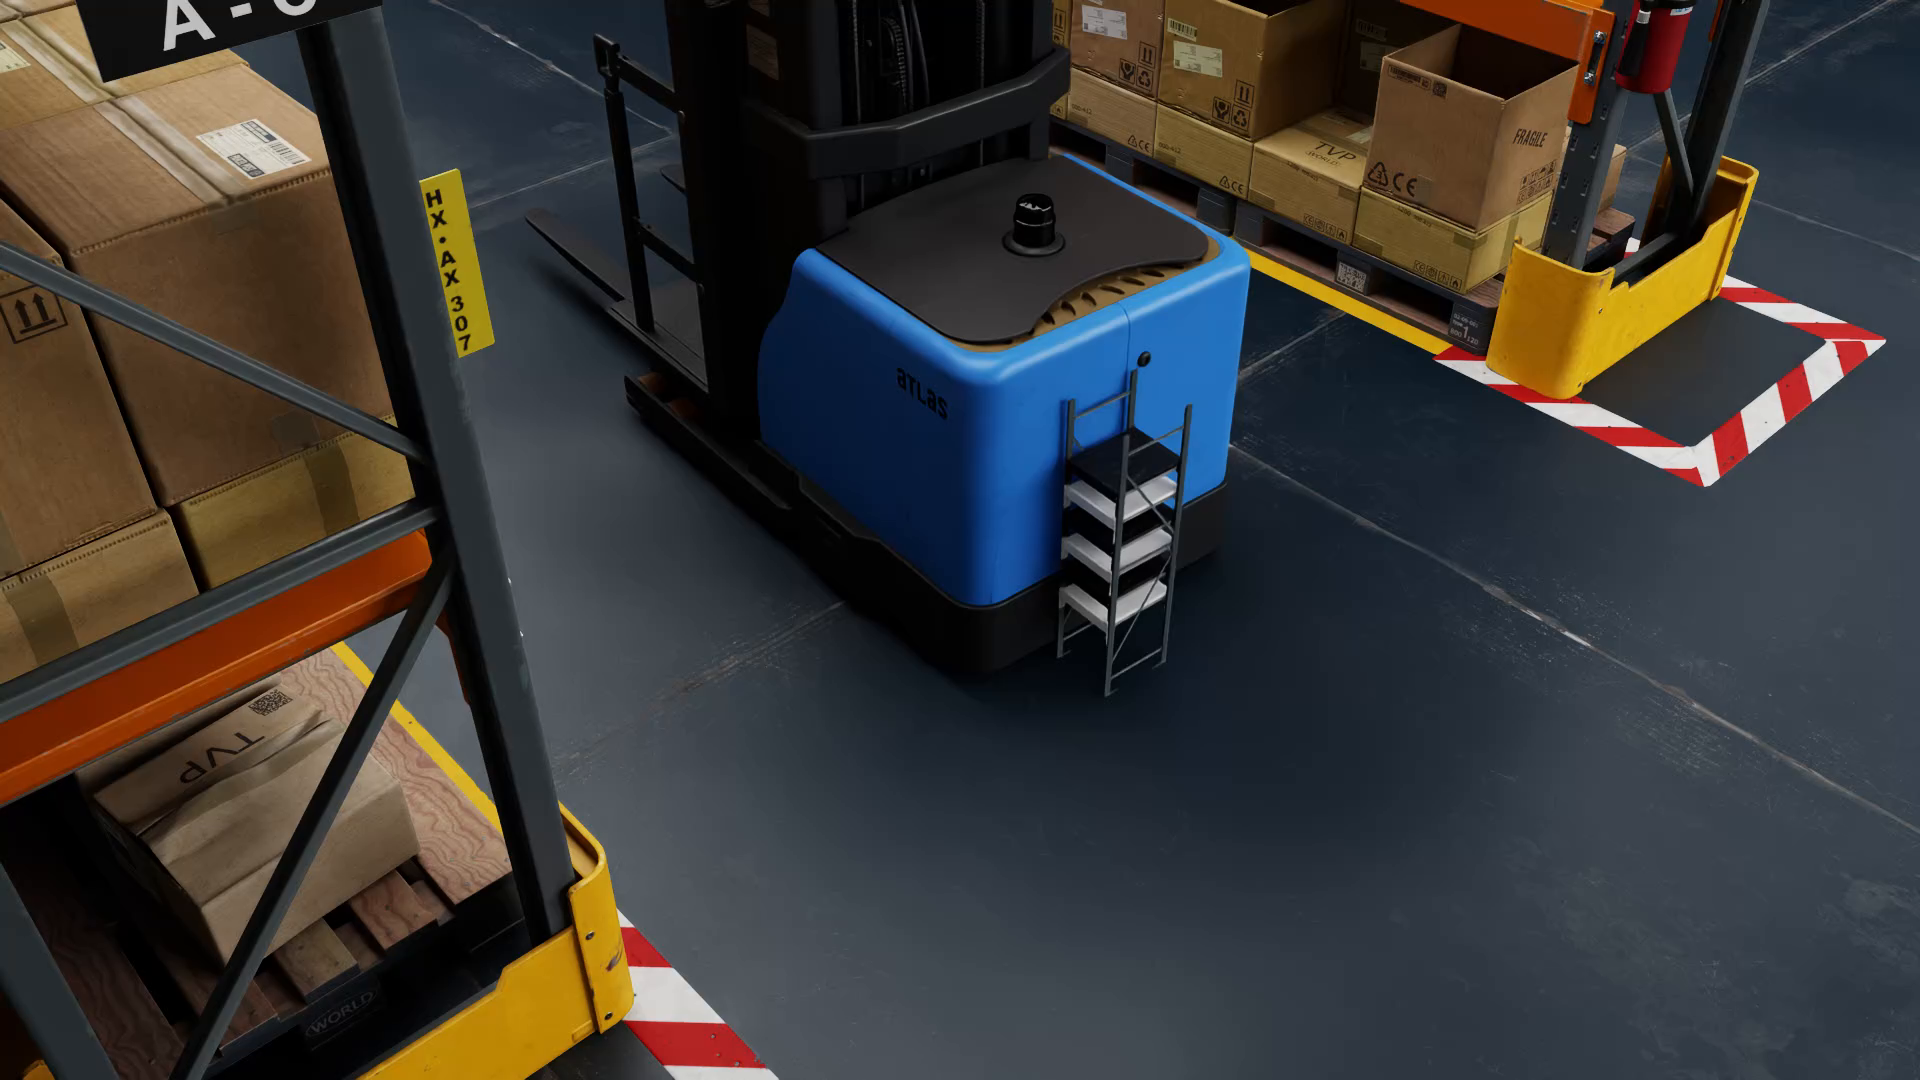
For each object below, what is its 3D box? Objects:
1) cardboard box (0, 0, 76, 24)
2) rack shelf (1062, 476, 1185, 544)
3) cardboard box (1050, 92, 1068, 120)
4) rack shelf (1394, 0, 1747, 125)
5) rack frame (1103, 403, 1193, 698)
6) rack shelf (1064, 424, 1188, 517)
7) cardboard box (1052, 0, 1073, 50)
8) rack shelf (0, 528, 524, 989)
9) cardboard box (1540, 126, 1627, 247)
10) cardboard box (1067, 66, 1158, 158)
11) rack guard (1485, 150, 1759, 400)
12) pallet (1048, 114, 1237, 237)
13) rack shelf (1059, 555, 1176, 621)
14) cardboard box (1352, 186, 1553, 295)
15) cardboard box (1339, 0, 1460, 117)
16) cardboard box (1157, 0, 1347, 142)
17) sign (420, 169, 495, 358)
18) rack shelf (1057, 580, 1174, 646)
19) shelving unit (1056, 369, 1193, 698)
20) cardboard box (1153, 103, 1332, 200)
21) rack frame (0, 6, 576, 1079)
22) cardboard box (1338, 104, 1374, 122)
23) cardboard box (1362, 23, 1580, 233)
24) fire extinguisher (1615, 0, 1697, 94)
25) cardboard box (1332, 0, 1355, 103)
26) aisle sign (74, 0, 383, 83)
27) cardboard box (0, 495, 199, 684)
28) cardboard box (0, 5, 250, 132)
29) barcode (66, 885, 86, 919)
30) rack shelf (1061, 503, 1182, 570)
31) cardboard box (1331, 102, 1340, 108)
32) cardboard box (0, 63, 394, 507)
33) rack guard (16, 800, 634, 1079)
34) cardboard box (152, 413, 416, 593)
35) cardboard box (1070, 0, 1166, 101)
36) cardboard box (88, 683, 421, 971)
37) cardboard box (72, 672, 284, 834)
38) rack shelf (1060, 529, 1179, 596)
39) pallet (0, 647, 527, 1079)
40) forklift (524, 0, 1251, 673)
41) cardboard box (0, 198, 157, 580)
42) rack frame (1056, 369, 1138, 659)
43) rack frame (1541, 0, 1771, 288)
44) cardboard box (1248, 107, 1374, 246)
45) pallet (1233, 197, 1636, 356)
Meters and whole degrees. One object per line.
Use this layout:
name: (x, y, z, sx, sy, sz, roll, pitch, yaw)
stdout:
cardboard box: (-2.008, -0.941, 3.534, 0.500, 0.500, 0.500, -32, 49, -33)
rack shelf: (0.436, -0.116, 4.444, 0.258, 0.077, 0.200, -27, 46, -29)
cardboard box: (0.465, -2.117, 7.339, 0.500, 0.250, 0.500, -30, 48, -32)
rack shelf: (1.059, -2.629, 6.690, 1.077, 0.370, 4.000, -30, 48, -32)
rack frame: (0.500, 0.048, 4.474, 0.240, 0.900, 0.006, -27, 46, -29)
rack shelf: (0.436, -0.186, 4.387, 0.258, 0.077, 0.200, -27, 46, -29)
cardboard box: (0.466, -2.409, 7.103, 0.500, 0.500, 0.500, -30, 48, -32)
rack shelf: (-2.587, -0.522, 4.082, 1.077, 0.370, 4.000, -30, 48, -32)
cardboard box: (2.213, -1.420, 6.475, 0.500, 0.250, 0.500, -30, 48, -32)
cardboard box: (0.808, -1.889, 7.055, 0.500, 0.250, 0.500, -30, 48, -32)
rack guard: (2.428, -1.000, 6.090, 1.175, 0.500, 0.348, -30, 48, -32)
pallet: (1.043, -1.799, 7.309, 1.003, 0.211, 1.213, -30, 48, -32)
rack shelf: (0.436, 0.094, 4.614, 0.258, 0.077, 0.200, -27, 46, -29)
cardboard box: (1.831, -1.200, 6.202, 0.500, 0.250, 0.500, -30, 48, -32)
cardboard box: (1.873, -1.942, 6.524, 0.500, 0.500, 0.500, -30, 48, -32)
cardboard box: (1.143, -1.947, 6.531, 0.500, 0.500, 0.500, -30, 48, -32)
sign: (-0.835, -0.444, 2.723, 0.100, 0.325, 0.005, -30, 48, -32)
rack shelf: (0.436, 0.164, 4.670, 0.258, 0.077, 0.200, -27, 46, -29)
shelving unit: (0.436, -0.002, 4.536, 0.258, 0.900, 0.210, -27, 46, -29)
cardboard box: (1.145, -1.656, 6.768, 0.500, 0.250, 0.500, -30, 48, -32)
rack frame: (-1.235, 0.124, 2.710, 1.000, 3.000, 0.127, -30, 48, -32)
cardboard box: (1.872, -1.649, 6.759, 0.500, 0.250, 0.500, -30, 48, -32)
cardboard box: (1.830, -1.490, 5.965, 0.500, 0.500, 0.500, -30, 48, -32)
fire extinguisher: (2.149, -1.701, 5.030, 0.296, 0.674, 0.183, -30, 48, -32)
cardboard box: (1.526, -2.168, 6.804, 0.500, 0.500, 0.500, -30, 48, -32)
aisle sign: (-0.965, -0.982, 2.009, 0.394, 0.787, 0.004, -30, 48, -32)
cardboard box: (-1.694, 0.040, 2.916, 0.500, 0.250, 0.500, -29, 47, -31)
cardboard box: (-1.663, -0.699, 3.235, 0.500, 0.500, 0.500, -30, 48, -32)
barcode: (-1.943, 0.798, 3.657, 0.001, 0.075, 0.075, -30, 48, -32)
rack shelf: (0.436, -0.046, 4.501, 0.258, 0.077, 0.200, -27, 46, -29)
cardboard box: (1.534, -1.881, 7.046, 0.500, 0.250, 0.500, -30, 48, -32)
cardboard box: (-1.336, -0.466, 2.947, 0.500, 0.500, 0.500, -30, 48, -32)
rack guard: (-1.286, 1.061, 3.539, 1.175, 0.500, 0.348, -30, 48, -32)
cardboard box: (-1.331, -0.187, 3.197, 0.500, 0.250, 0.500, -31, 48, -33)
cardboard box: (0.805, -2.179, 6.818, 0.500, 0.500, 0.500, -30, 48, -32)
cardboard box: (-1.636, 0.640, 3.860, 0.500, 0.311, 0.500, 29, 47, 31)
cardboard box: (-2.022, 0.376, 4.187, 0.500, 0.311, 0.500, -26, 46, -28)
rack shelf: (0.436, 0.024, 4.557, 0.258, 0.077, 0.200, -27, 46, -29)
pallet: (-1.809, 0.782, 4.113, 1.003, 0.211, 1.213, -30, 48, -32)
forklift: (-0.496, -1.631, 4.937, 1.130, 2.935, 3.031, -27, 46, -29)
cardboard box: (-1.710, -0.245, 2.673, 0.500, 0.500, 0.500, -31, 48, -32)
rack frame: (0.373, -0.052, 4.598, 0.240, 0.900, 0.006, -27, 46, -29)
rack frame: (2.412, -1.983, 5.318, 1.000, 3.000, 0.127, -30, 48, -32)
cardboard box: (1.484, -1.426, 6.482, 0.500, 0.250, 0.500, -30, 48, -32)
pallet: (1.864, -1.235, 6.610, 1.003, 0.211, 1.213, -30, 48, -32)
